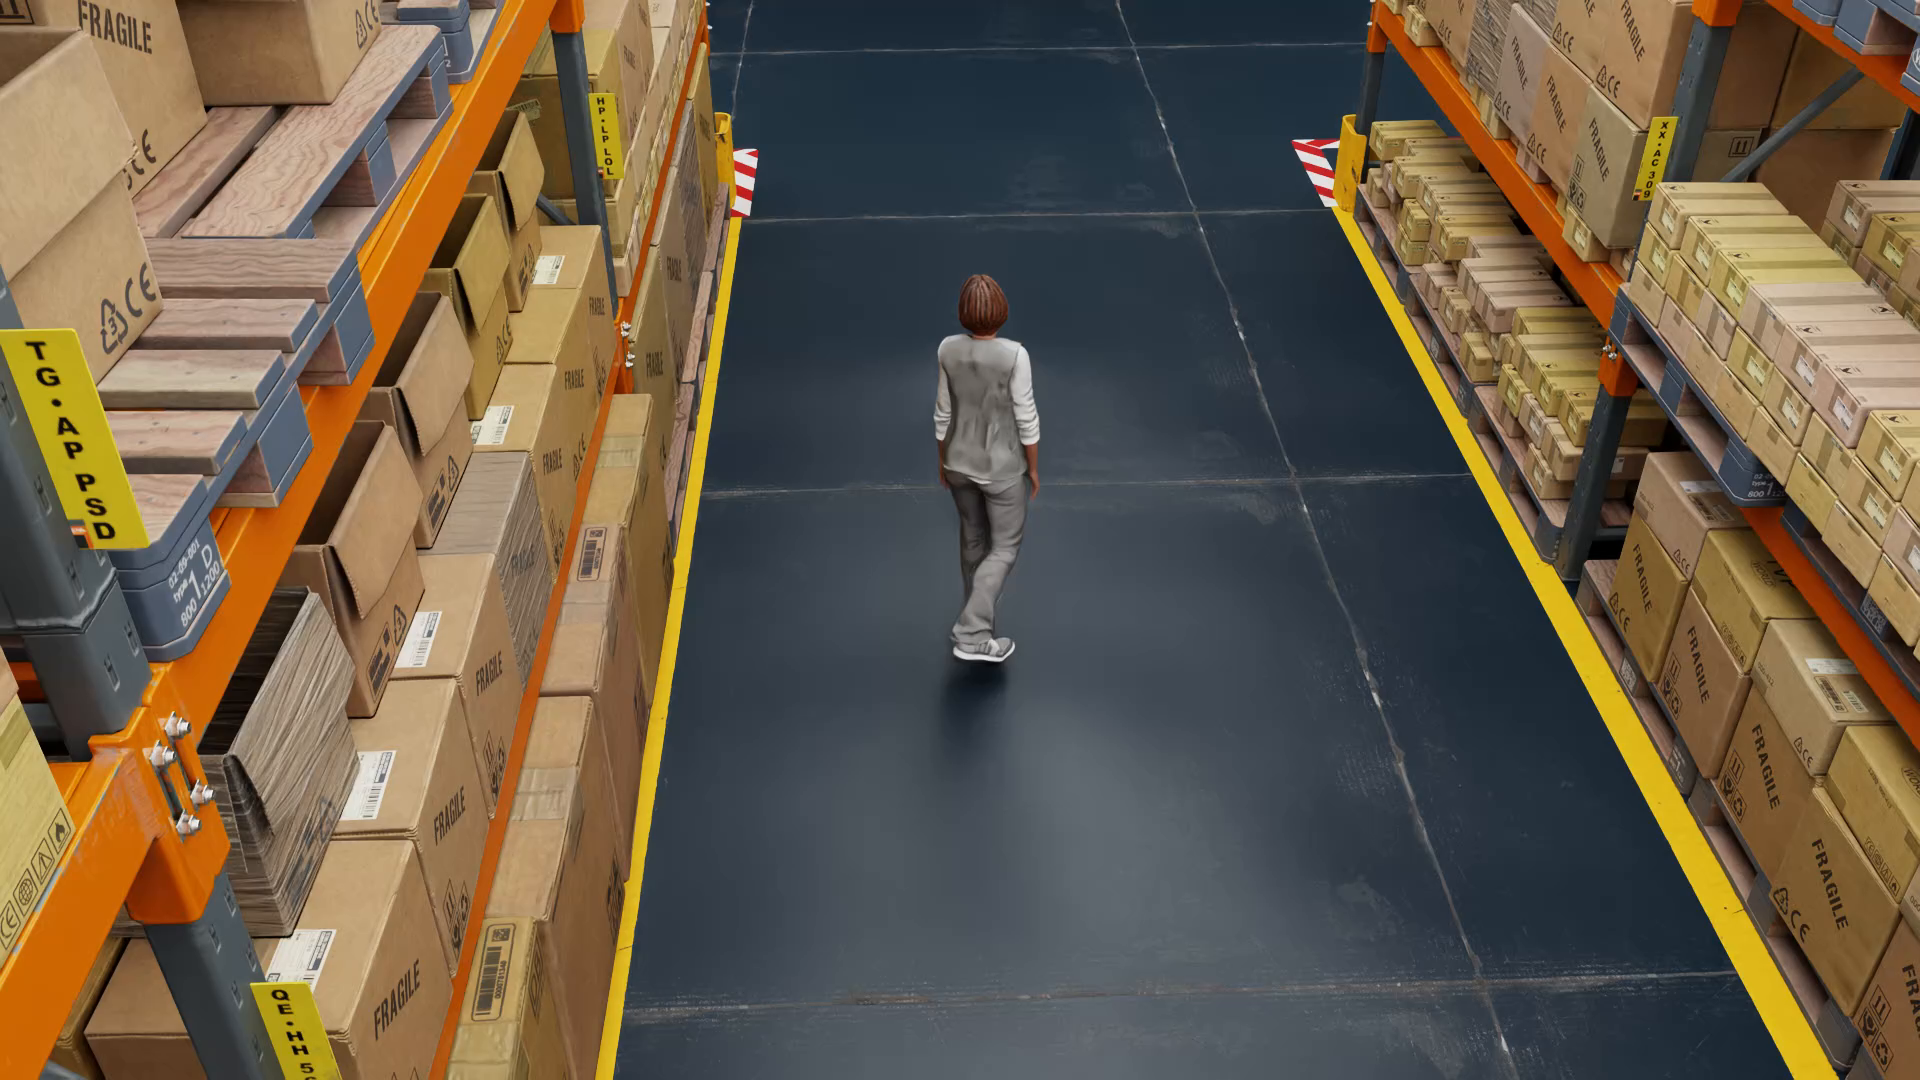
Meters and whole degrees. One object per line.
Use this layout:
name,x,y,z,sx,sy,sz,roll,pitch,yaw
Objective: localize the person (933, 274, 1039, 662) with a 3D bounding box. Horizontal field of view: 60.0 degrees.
person,0.078,-0.254,6.502,0.435,1.593,0.618,16,39,21
